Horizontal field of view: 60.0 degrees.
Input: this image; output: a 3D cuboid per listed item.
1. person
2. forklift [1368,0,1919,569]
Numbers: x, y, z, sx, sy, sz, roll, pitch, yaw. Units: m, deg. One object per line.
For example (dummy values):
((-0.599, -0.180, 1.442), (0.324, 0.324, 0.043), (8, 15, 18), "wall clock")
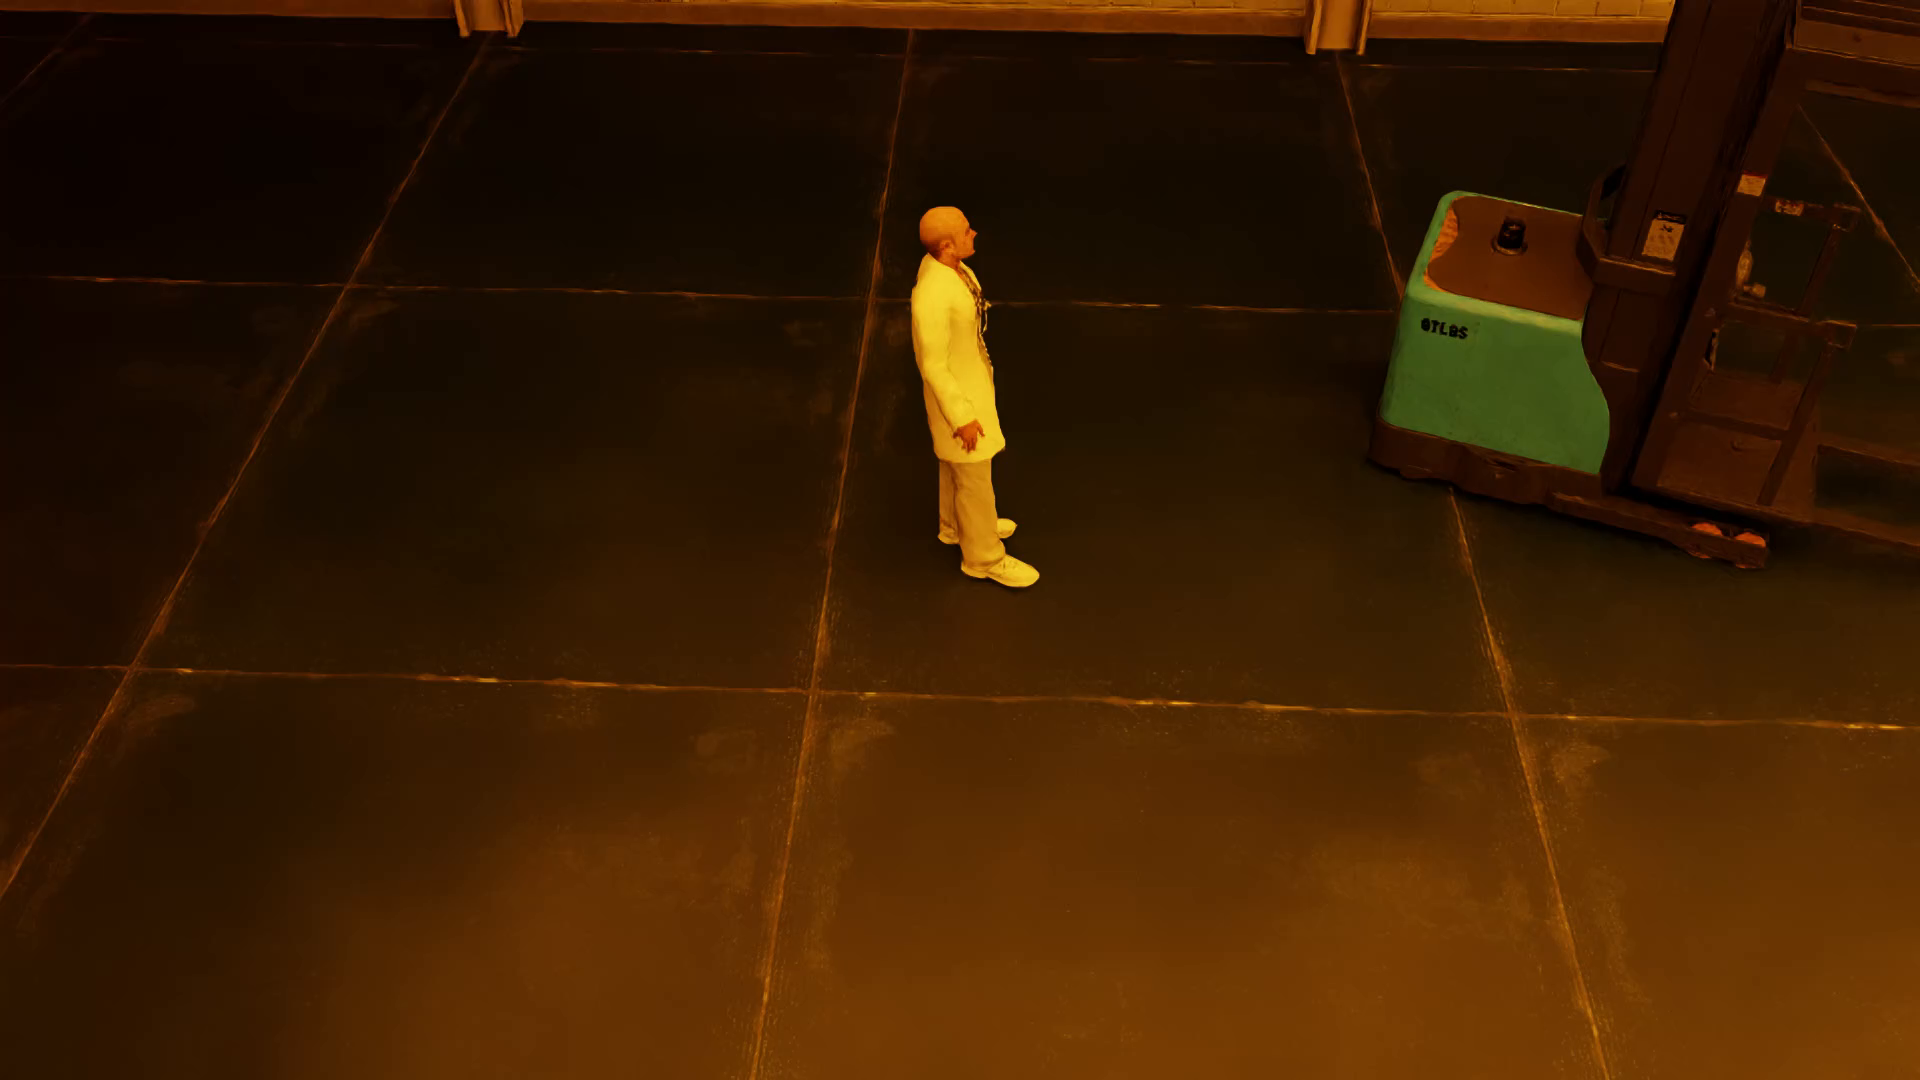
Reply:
((0.091, -0.656, 7.306), (0.579, 1.776, 0.694), (2, 42, 2), "person")
((3.601, -1.358, 7.229), (3.031, 2.935, 1.130), (16, 45, 16), "forklift")
